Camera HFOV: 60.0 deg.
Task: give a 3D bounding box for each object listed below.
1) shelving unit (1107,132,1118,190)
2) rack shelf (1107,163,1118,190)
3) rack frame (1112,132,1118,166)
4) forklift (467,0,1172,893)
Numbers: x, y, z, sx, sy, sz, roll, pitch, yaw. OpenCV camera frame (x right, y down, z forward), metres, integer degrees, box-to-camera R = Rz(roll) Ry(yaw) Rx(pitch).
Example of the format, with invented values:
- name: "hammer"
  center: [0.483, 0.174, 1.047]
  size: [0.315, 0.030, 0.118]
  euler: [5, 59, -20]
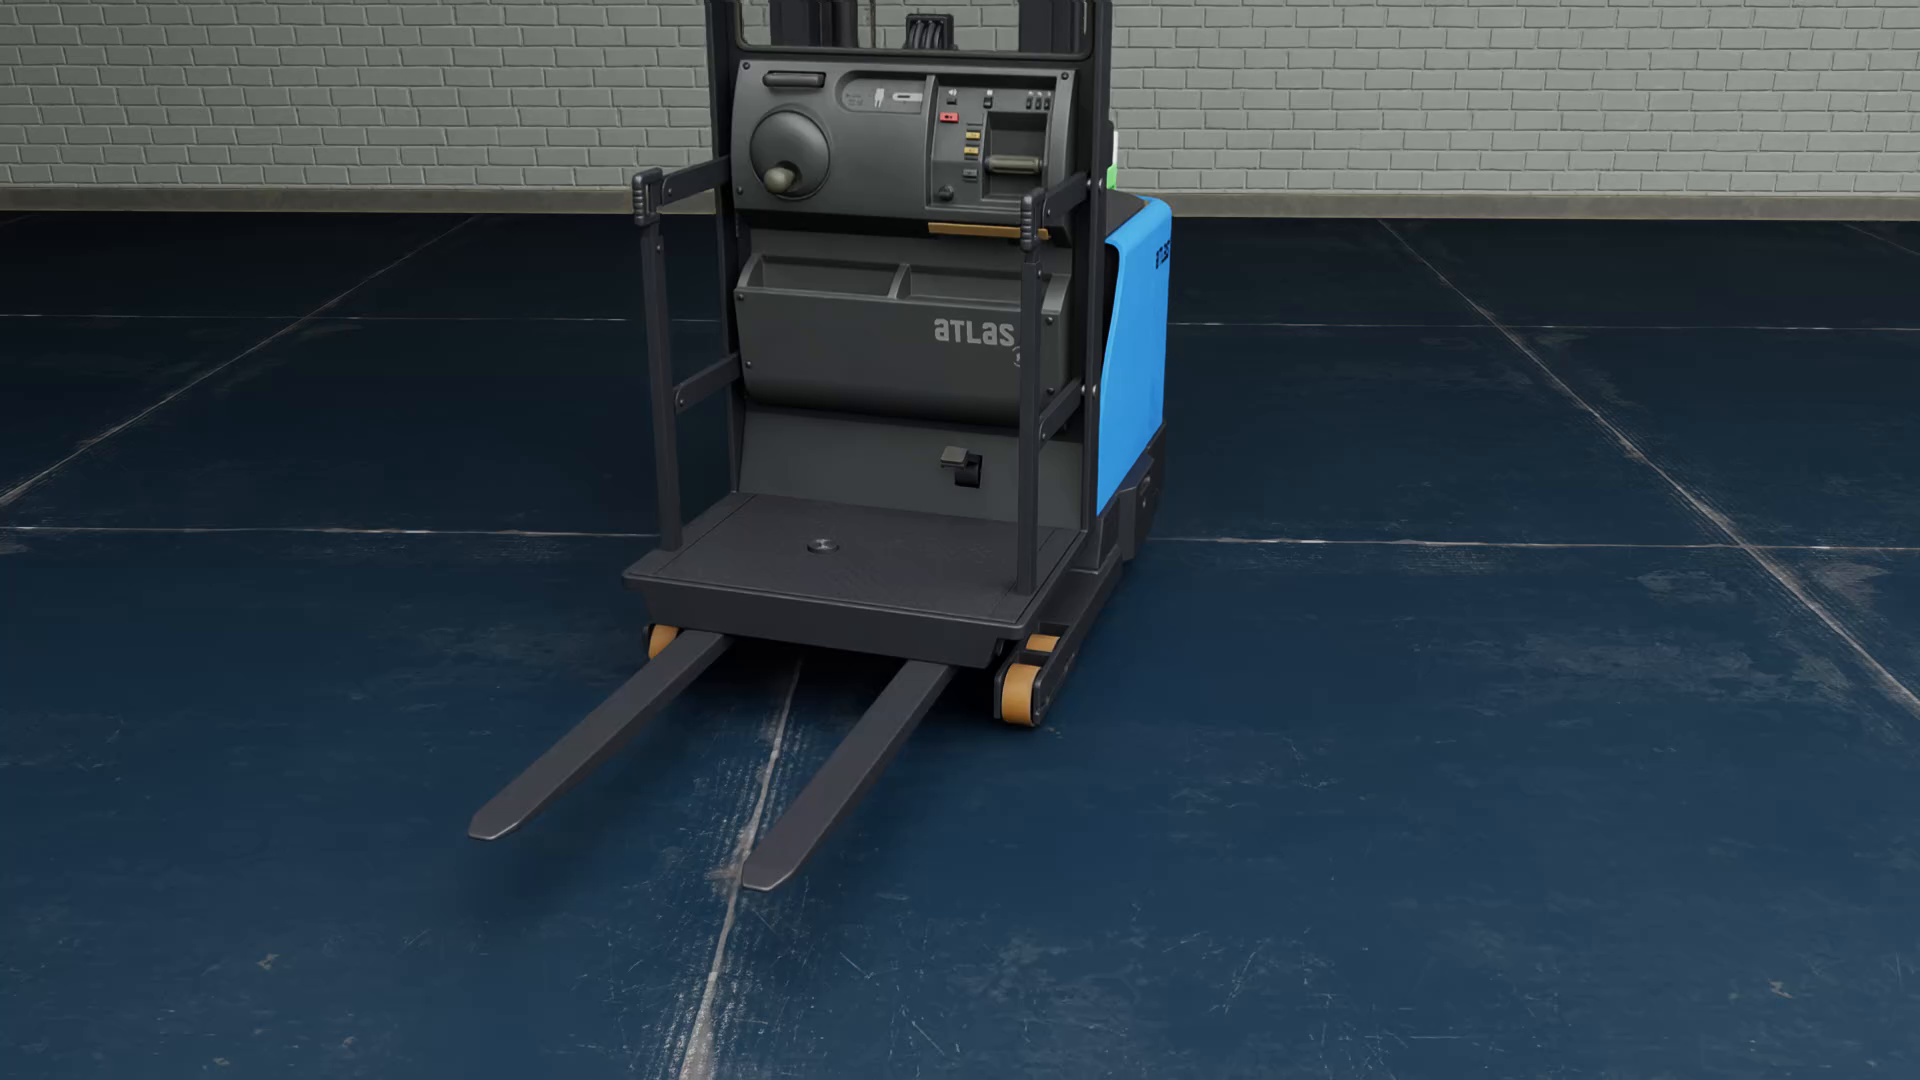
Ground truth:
- name: "shelving unit"
  center: [0.380, -0.845, 6.047]
  size: [0.258, 1.200, 0.503]
  euler: [7, 22, 16]
- name: "rack shelf"
  center: [0.380, -1.232, 5.896]
  size: [0.258, 0.148, 0.480]
  euler: [7, 22, 16]
- name: "rack frame"
  center: [0.455, -0.929, 6.264]
  size: [0.240, 1.200, 0.015]
  euler: [7, 22, 16]
- name: "forklift"
  center: [-0.224, -1.045, 4.171]
  size: [1.130, 2.935, 3.031]
  euler: [7, 22, 16]
